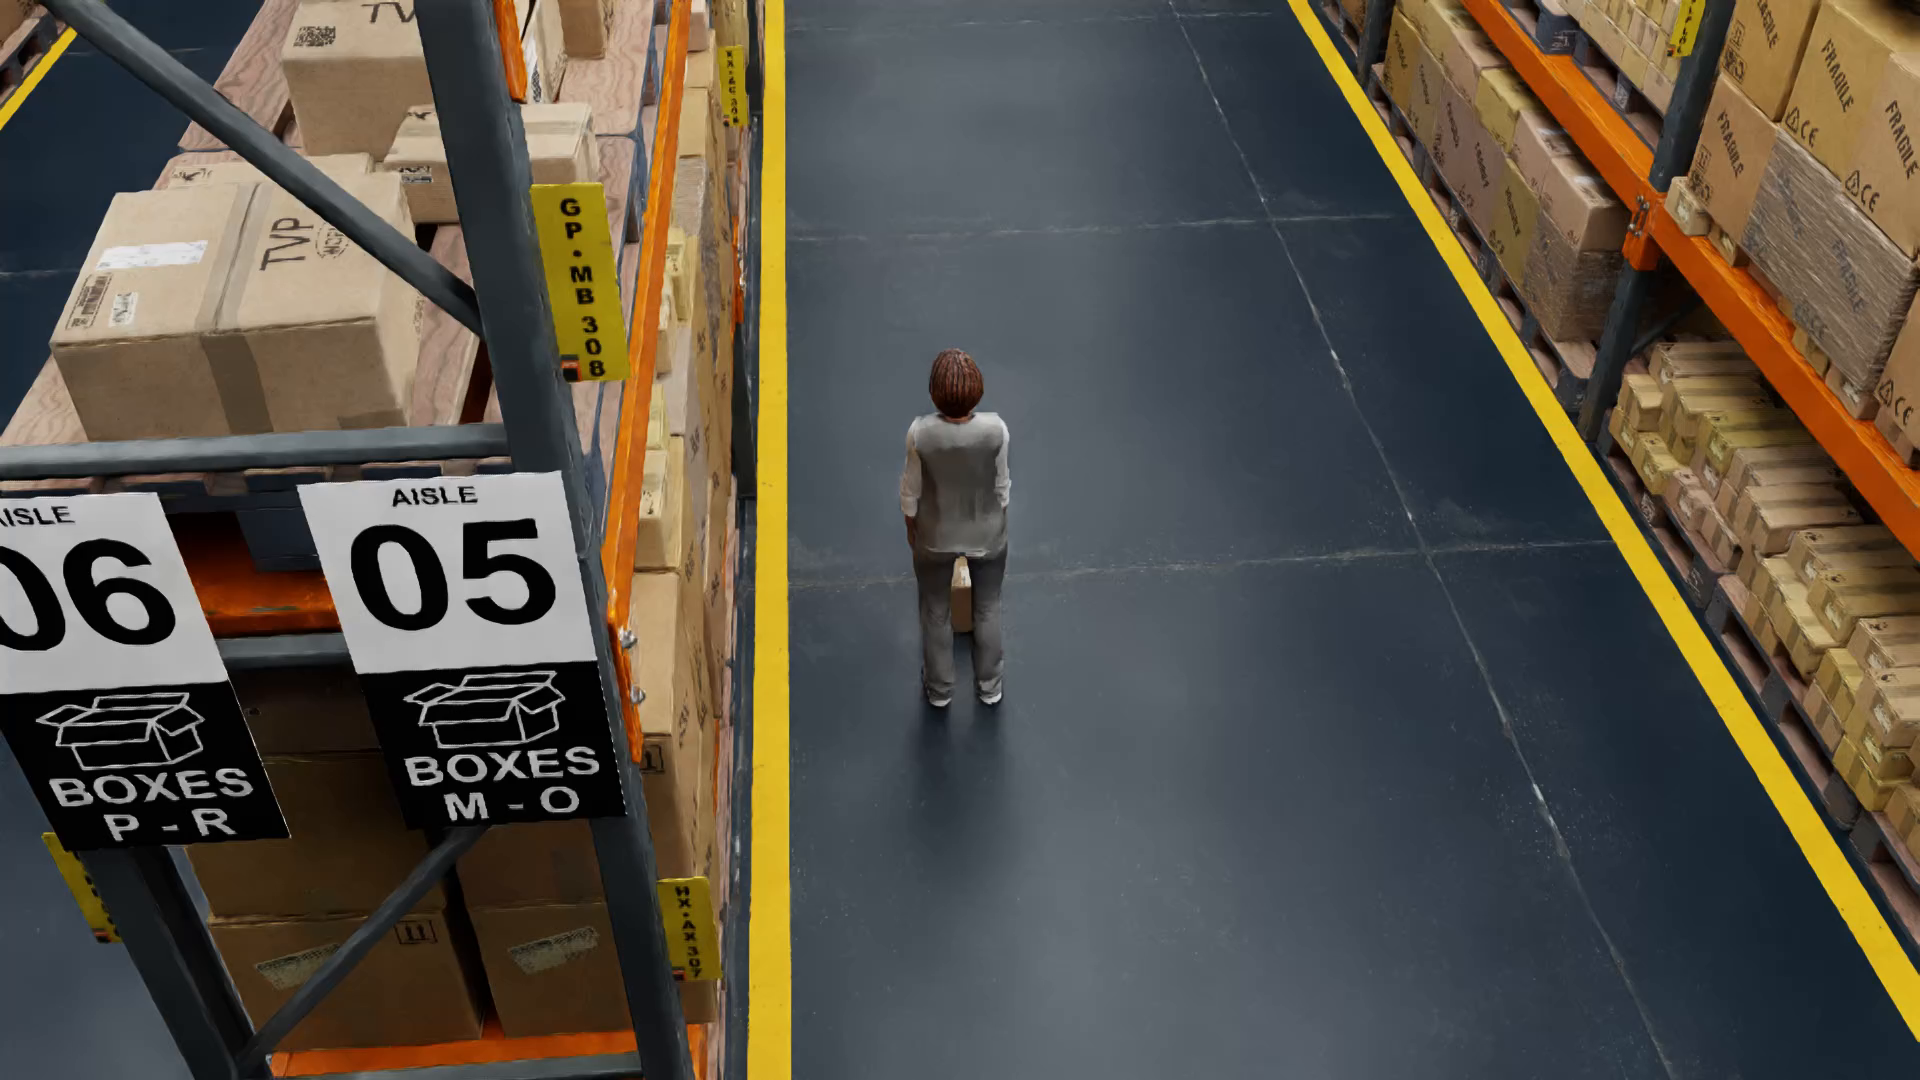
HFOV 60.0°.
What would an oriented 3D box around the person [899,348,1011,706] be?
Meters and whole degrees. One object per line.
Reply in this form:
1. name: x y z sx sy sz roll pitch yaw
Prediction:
1. person: -0.018 -0.021 6.194 0.407 1.594 0.299 -2 40 -3
